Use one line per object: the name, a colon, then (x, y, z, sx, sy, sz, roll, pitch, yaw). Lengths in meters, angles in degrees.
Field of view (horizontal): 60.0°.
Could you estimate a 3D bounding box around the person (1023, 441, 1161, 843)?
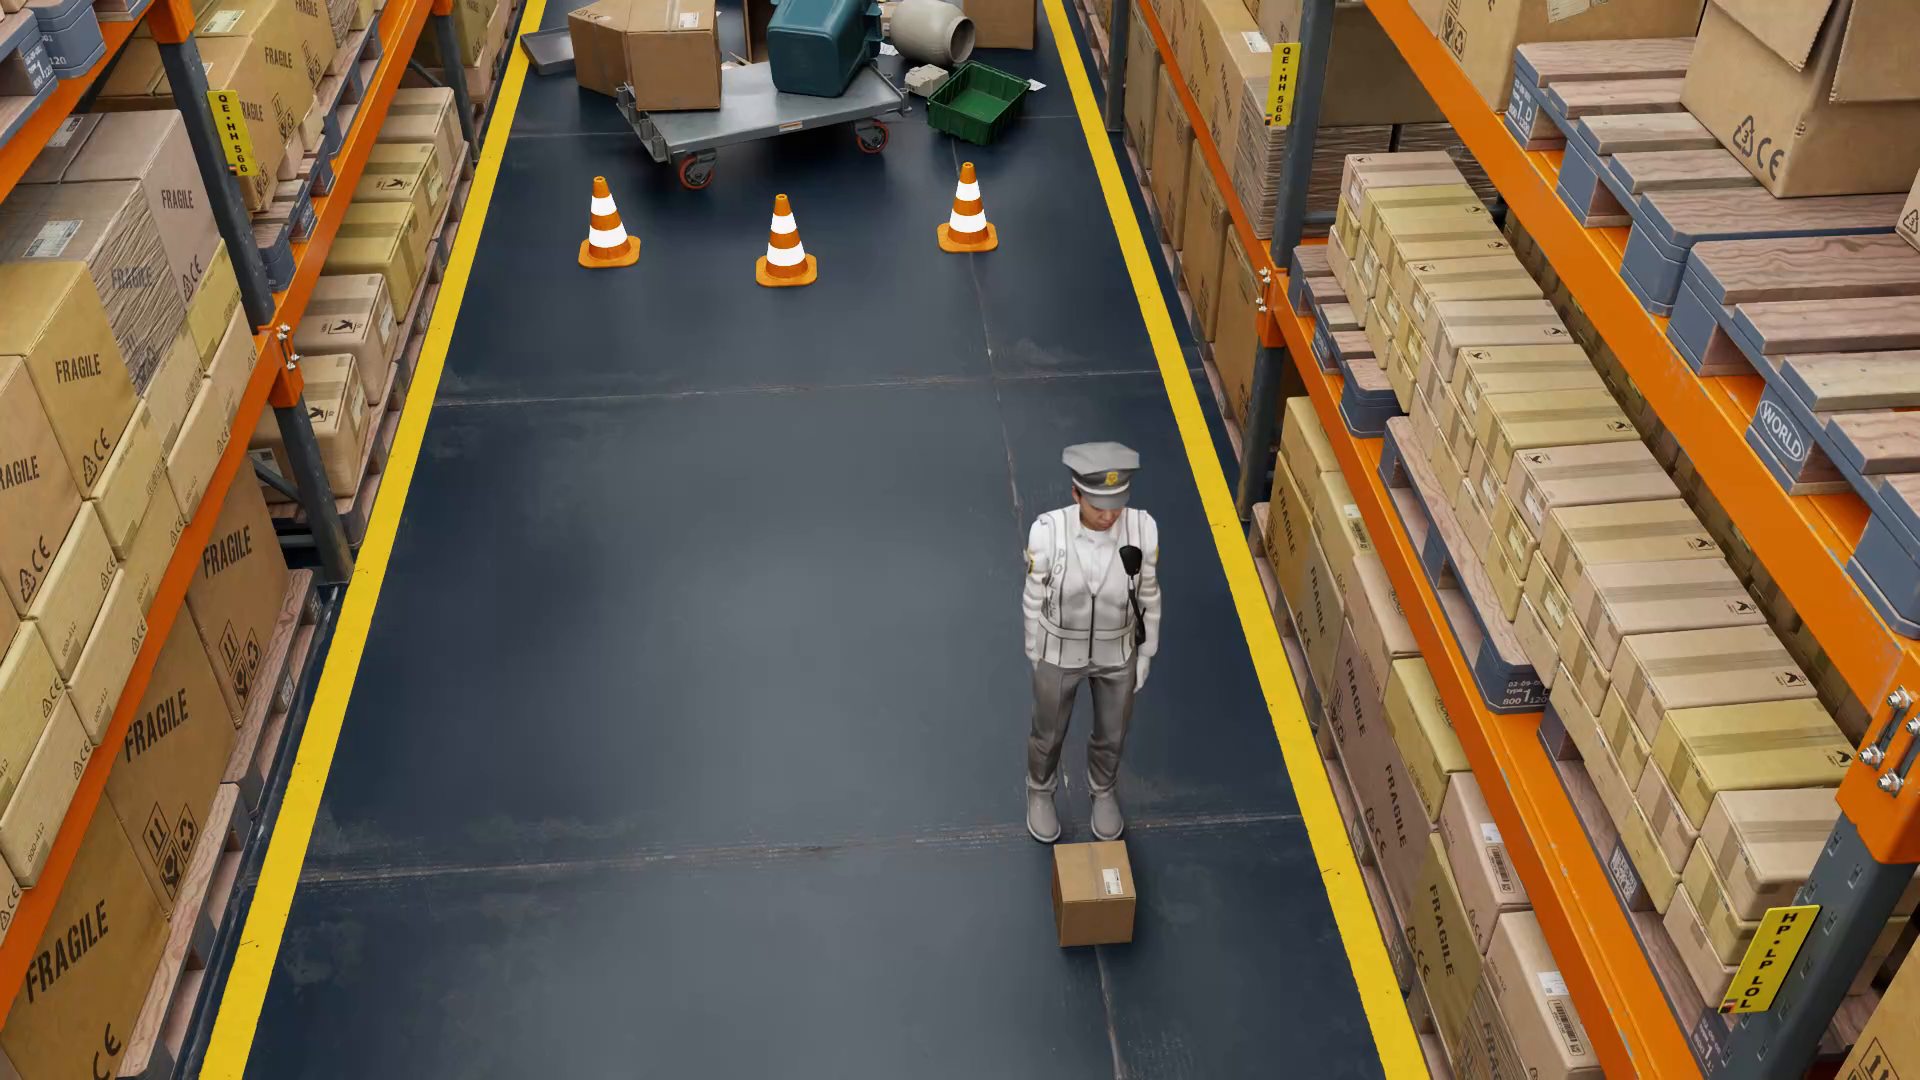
person: (0.445, 0.386, 5.679, 0.466, 1.673, 0.333, -2, 39, -3)
